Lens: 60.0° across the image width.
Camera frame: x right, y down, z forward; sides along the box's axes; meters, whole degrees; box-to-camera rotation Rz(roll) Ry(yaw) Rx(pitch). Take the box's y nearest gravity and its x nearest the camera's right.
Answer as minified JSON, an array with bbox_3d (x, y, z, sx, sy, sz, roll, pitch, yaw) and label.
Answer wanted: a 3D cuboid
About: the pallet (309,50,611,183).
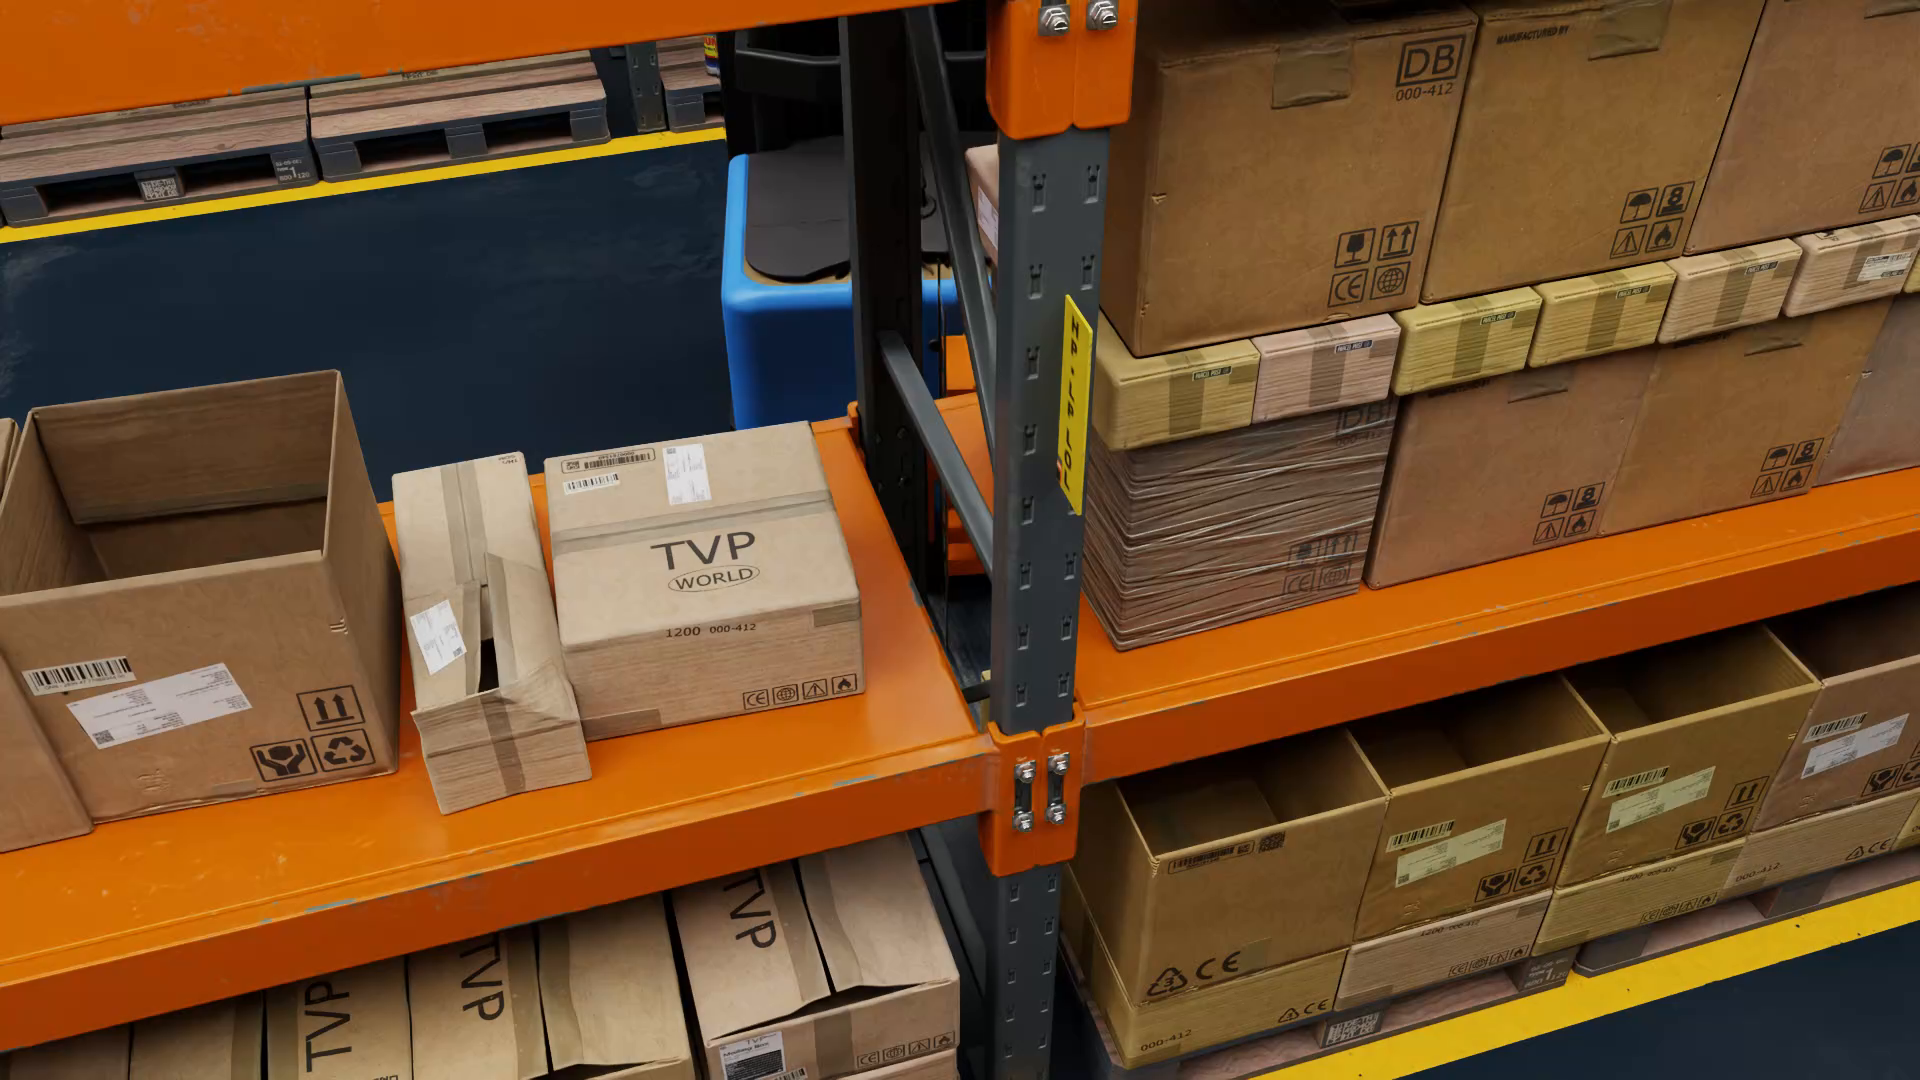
[{"bbox_3d":[-2.234,-2.000,7.379,1.213,0.211,1.003,-12,42,-13],"label":"pallet"}]

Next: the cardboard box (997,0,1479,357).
[{"bbox_3d":[0.410,-0.738,2.753,0.500,0.500,0.700,-12,42,-13],"label":"cardboard box"}]

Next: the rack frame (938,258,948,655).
[{"bbox_3d":[-0.046,-0.192,4.556,0.006,1.200,0.240,-3,42,-3],"label":"rack frame"}]

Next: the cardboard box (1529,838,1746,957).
[{"bbox_3d":[1.478,0.664,3.980,0.500,0.250,0.500,-12,42,-13],"label":"cardboard box"}]

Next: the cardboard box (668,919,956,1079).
[{"bbox_3d":[-0.320,1.021,3.572,0.500,0.250,0.500,-12,43,-13],"label":"cardboard box"}]

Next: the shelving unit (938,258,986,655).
[{"bbox_3d":[0.045,-0.196,4.561,0.189,1.200,0.258,-3,42,-3],"label":"shelving unit"}]

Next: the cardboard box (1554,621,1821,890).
[{"bbox_3d":[1.478,0.382,3.734,0.500,0.500,0.500,-12,42,-13],"label":"cardboard box"}]

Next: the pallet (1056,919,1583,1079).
[{"bbox_3d":[0.759,0.799,4.175,1.213,0.211,1.003,-12,42,-13],"label":"pallet"}]

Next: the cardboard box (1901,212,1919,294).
[{"bbox_3d":[1.779,-0.642,3.136,0.250,0.149,0.380,-12,43,-13],"label":"cardboard box"}]

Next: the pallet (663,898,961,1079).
[{"bbox_3d":[-0.703,1.100,3.831,1.213,0.211,1.003,-12,42,-13],"label":"pallet"}]

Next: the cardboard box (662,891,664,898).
[{"bbox_3d":[-0.960,0.567,3.666,0.500,0.311,0.500,-12,43,-14],"label":"cardboard box"}]

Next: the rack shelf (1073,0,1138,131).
[{"bbox_3d":[1.896,-1.374,2.810,4.000,0.370,1.077,-12,42,-13],"label":"rack shelf"}]

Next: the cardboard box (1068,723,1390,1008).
[{"bbox_3d":[0.525,0.579,3.508,0.500,0.500,0.500,-12,42,-13],"label":"cardboard box"}]

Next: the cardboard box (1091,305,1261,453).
[{"bbox_3d":[0.303,-0.334,2.783,0.250,0.149,0.380,-12,43,-13],"label":"cardboard box"}]

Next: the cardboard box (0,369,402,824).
[{"bbox_3d":[-1.252,0.088,2.794,0.500,0.500,0.500,-9,42,-10],"label":"cardboard box"}]

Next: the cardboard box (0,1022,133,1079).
[{"bbox_3d":[-1.764,1.107,3.048,0.500,0.311,0.500,-12,43,-14],"label":"cardboard box"}]

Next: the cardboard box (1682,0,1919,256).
[{"bbox_3d":[1.369,-0.937,2.981,0.500,0.500,0.700,-12,42,-13],"label":"cardboard box"}]

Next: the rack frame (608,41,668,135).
[{"bbox_3d":[-1.496,-3.230,6.667,0.127,3.000,1.000,-12,42,-13],"label":"rack frame"}]

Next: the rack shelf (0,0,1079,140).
[{"bbox_3d":[-1.919,-0.584,1.905,4.000,0.370,1.077,-12,42,-13],"label":"rack shelf"}]

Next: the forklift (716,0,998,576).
[{"bbox_3d":[-0.234,-1.932,5.234,1.130,2.935,3.031,-3,41,-3],"label":"forklift"}]

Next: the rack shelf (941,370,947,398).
[{"bbox_3d":[0.045,-0.343,4.432,0.180,0.103,0.258,-3,42,-3],"label":"rack shelf"}]

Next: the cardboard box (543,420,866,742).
[{"bbox_3d":[-0.468,0.061,3.015,0.500,0.250,0.500,-9,42,-10],"label":"cardboard box"}]

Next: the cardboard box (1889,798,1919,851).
[{"bbox_3d":[2.431,0.464,4.210,0.500,0.250,0.500,-12,42,-13],"label":"cardboard box"}]

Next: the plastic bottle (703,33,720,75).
[{"bbox_3d":[-1.061,-2.156,7.177,0.097,0.271,0.097,0,41,0],"label":"plastic bottle"}]

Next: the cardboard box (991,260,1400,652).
[{"bbox_3d":[0.410,-0.250,3.180,0.500,0.500,0.700,-13,43,-14],"label":"cardboard box"}]

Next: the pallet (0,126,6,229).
[{"bbox_3d":[-4.561,-1.518,6.827,1.213,0.211,1.003,-12,42,-13],"label":"pallet"}]

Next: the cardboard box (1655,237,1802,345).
[{"bbox_3d":[1.277,-0.537,3.015,0.250,0.149,0.380,-13,43,-14],"label":"cardboard box"}]

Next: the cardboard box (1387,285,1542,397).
[{"bbox_3d":[0.788,-0.436,2.900,0.250,0.149,0.380,-13,43,-14],"label":"cardboard box"}]

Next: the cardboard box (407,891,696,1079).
[{"bbox_3d":[-0.806,0.912,3.270,0.500,0.311,0.500,-11,42,-12],"label":"cardboard box"}]

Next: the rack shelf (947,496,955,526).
[{"bbox_3d":[0.045,-0.163,4.591,0.180,0.103,0.258,-3,42,-3],"label":"rack shelf"}]

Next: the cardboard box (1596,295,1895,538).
[{"bbox_3d":[1.390,-0.455,3.415,0.500,0.500,0.700,-11,42,-12],"label":"cardboard box"}]

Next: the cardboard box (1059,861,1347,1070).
[{"bbox_3d":[0.522,0.856,3.762,0.500,0.250,0.500,-12,42,-13],"label":"cardboard box"}]
